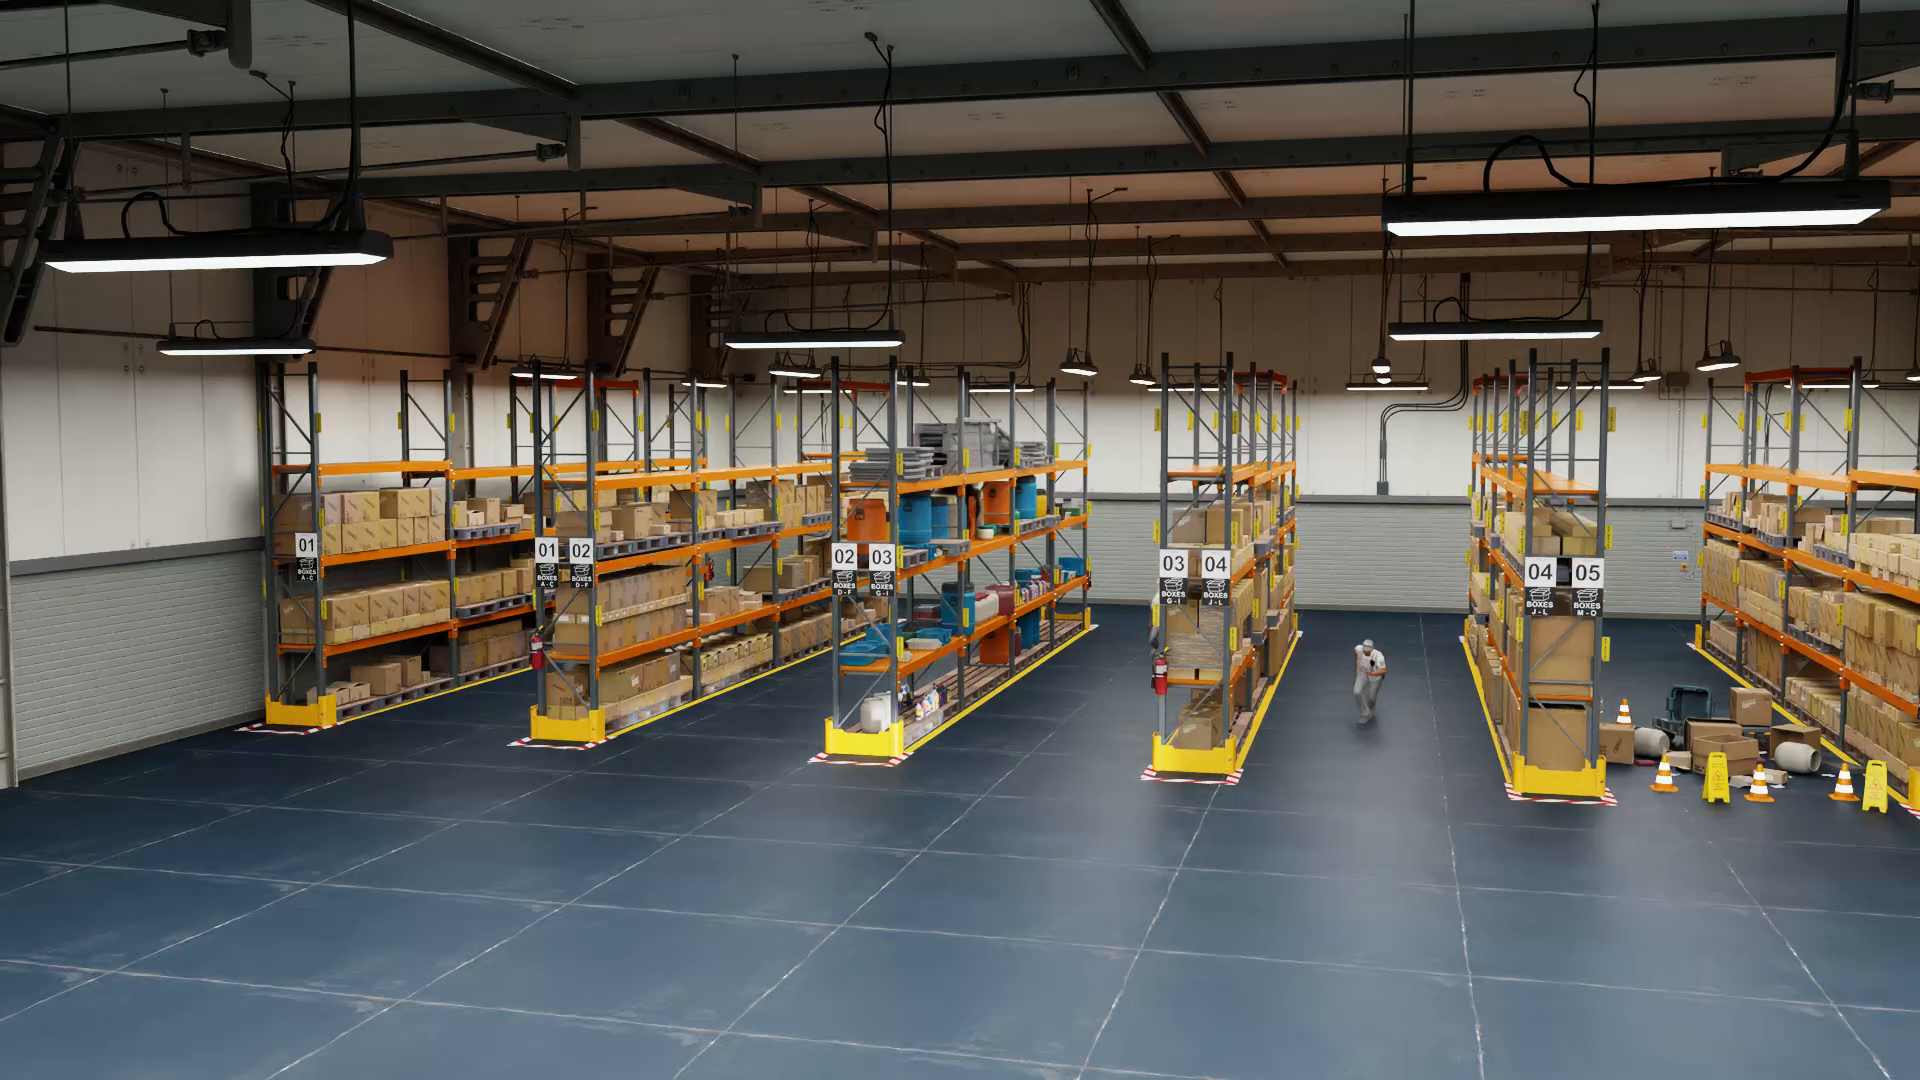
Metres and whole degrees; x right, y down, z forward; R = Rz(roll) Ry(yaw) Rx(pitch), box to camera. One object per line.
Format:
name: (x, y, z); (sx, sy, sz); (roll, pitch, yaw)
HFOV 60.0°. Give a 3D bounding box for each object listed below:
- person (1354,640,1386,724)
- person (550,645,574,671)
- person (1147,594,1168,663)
person: (6.878, 2.348, 27.853); (0.591, 1.460, 1.127); (2, 4, 25)
person: (-7.106, 2.087, 29.880); (0.745, 1.657, 0.663); (-4, 5, -42)
person: (4.236, 1.710, 34.541); (0.789, 1.704, 0.660); (2, 5, 27)
